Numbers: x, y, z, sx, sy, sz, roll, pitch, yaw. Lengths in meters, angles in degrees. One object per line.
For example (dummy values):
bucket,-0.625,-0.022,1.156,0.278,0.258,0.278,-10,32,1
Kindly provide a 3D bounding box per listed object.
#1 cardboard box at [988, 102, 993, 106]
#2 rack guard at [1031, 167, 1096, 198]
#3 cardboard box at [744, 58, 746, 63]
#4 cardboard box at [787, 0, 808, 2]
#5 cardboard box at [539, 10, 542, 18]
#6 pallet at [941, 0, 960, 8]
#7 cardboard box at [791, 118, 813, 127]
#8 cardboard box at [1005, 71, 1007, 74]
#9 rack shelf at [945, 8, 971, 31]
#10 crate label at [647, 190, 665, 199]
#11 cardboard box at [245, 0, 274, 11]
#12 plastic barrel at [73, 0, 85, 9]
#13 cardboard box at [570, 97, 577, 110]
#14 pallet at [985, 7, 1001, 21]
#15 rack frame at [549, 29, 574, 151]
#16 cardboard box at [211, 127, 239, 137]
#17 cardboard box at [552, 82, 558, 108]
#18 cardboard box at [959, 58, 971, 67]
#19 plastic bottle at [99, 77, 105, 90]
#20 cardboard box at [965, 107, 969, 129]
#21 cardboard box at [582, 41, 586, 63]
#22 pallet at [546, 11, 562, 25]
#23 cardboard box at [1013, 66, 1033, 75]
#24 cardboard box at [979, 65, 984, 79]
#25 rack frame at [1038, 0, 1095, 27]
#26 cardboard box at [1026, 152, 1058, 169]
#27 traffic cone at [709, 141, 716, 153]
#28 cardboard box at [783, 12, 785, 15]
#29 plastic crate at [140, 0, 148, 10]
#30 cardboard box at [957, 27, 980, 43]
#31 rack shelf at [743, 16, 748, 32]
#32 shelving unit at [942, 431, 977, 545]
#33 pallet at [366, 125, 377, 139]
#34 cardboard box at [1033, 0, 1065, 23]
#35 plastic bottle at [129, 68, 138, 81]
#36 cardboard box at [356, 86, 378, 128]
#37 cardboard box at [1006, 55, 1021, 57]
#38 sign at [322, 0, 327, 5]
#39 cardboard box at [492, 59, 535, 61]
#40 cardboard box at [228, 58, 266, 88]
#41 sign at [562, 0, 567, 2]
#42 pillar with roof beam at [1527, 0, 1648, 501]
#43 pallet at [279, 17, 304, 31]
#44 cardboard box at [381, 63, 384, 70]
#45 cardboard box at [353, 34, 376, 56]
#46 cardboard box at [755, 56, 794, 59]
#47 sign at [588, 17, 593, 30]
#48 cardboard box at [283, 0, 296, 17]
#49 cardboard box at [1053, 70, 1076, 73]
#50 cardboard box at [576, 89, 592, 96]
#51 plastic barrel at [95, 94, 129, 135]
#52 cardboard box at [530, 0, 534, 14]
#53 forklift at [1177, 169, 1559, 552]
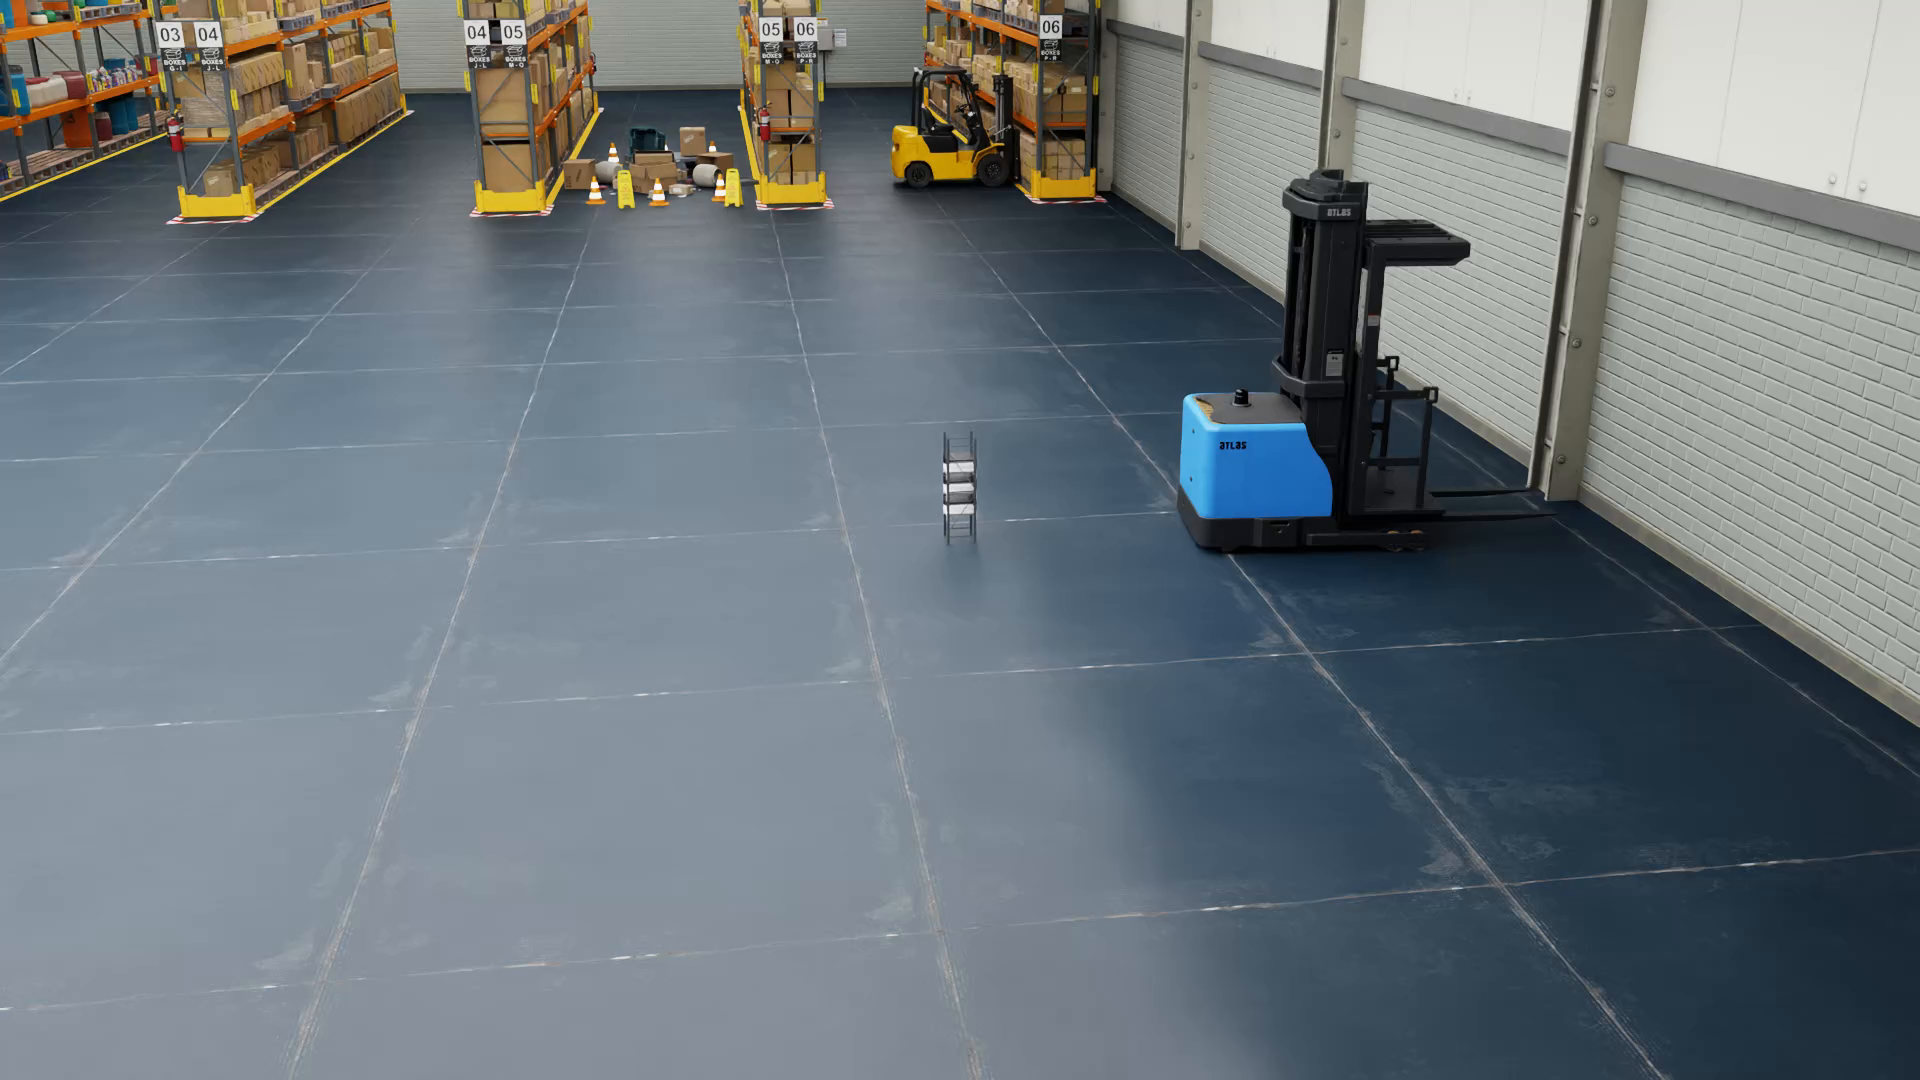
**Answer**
cardboard box,0.855,-10.238,38.887,0.380,0.149,0.250,-3,21,-7
rack guard,1.905,-6.588,30.640,1.175,0.500,0.348,-3,21,-8
cardboard box,-4.955,-11.668,40.169,0.500,0.250,0.500,-4,21,-9
cardboard box,-3.095,-10.199,31.668,0.380,0.149,0.250,-2,21,-6
cardboard box,-7.989,-9.772,30.921,0.380,0.149,0.250,-3,21,-8
pallet,0.197,-13.010,40.244,1.213,0.211,1.003,-3,21,-8
cardboard box,-2.854,-7.526,29.938,0.380,0.149,0.250,-3,21,-8
cardboard box,1.111,-9.379,33.471,0.380,0.149,0.250,-3,21,-9
rack shelf,0.460,-12.298,39.097,1.077,0.370,4.000,-3,21,-8
crate label,-5.572,-6.354,30.532,0.250,0.136,0.298,-15,25,-35
cardboard box,-13.075,-10.083,30.857,0.500,0.500,0.500,-4,21,-9
plastic barrel,-18.796,-11.444,35.403,0.294,0.245,0.294,0,20,0
cardboard box,-9.038,-9.976,38.041,0.500,0.250,0.500,-3,21,-7
pallet,1.099,-11.236,35.496,1.003,0.211,1.213,-2,21,-5
rack frame,-9.046,-10.001,36.206,1.000,3.000,0.127,-3,21,-8
cardboard box,-12.621,-7.009,28.554,0.380,0.149,0.250,-3,21,-8
cardboard box,-8.279,-8.858,33.004,0.500,0.500,0.500,-3,21,-7
cardboard box,0.276,-11.013,38.529,0.500,0.250,0.500,-4,21,-10
plastic bottle,-18.687,-9.936,36.199,0.061,0.283,0.133,-3,21,-8
cardboard box,0.413,-9.872,38.834,0.500,0.500,0.500,-3,21,-9
cardboard box,-9.560,-12.103,41.267,0.500,0.500,0.500,-3,21,-9
pallet,-8.737,-10.710,34.088,1.003,0.211,1.213,-2,21,-5
cardboard box,1.250,-9.160,32.460,0.380,0.149,0.250,-3,21,-9
cardboard box,0.700,-10.180,36.184,0.500,0.250,0.500,-3,21,-9
rack frame,1.902,-10.578,29.176,1.000,3.000,0.127,-3,21,-8
cardboard box,1.522,-7.063,30.955,0.500,0.250,0.500,-3,21,-8
traffic cone,-5.150,-8.071,34.664,0.336,0.463,0.334,-3,21,-8
cardboard box,-2.980,-9.530,30.447,0.500,0.250,0.500,-2,21,-6
plastic crate,-19.355,-12.709,39.355,0.497,0.269,0.590,-3,21,-8
cardboard box,0.221,-12.871,42.609,0.500,0.500,0.500,-3,21,-9
rack shelf,-4.451,-12.046,38.423,1.077,0.370,4.000,-3,21,-8
shelving unit,-0.001,-0.424,13.566,0.258,0.900,0.210,-3,21,-8
pallet,-14.360,-9.601,39.120,1.003,0.211,1.213,-3,21,-8
cardboard box,1.597,-9.604,29.970,0.500,0.500,0.500,-2,21,-6
plastic bottle,-19.070,-10.743,38.369,0.152,0.276,0.135,-3,21,-8
cardboard box,-14.434,-10.151,39.045,1.225,0.875,0.875,-3,21,-8
cardboard box,1.144,-10.700,37.009,0.380,0.149,0.250,-2,21,-6
sign,-13.432,-11.460,35.086,0.100,0.325,0.005,-3,21,-8
cardboard box,-8.230,-8.501,30.432,0.875,0.550,0.500,-3,21,-8
cardboard box,-12.842,-8.394,29.906,0.500,0.500,0.500,-3,21,-8
sign,-8.496,-11.711,35.644,0.100,0.325,0.005,-3,21,-8
pillar with roof beam,1.028,-4.415,12.675,9.100,9.000,0.400,-3,21,-8
pallet,-13.376,-9.937,32.016,1.213,0.211,1.003,-3,21,-8
cardboard box,-14.485,-11.712,41.145,0.380,0.149,0.250,-4,21,-9
cardboard box,-14.425,-11.941,40.117,0.500,0.500,0.500,-3,21,-8
cardboard box,-3.365,-8.512,30.221,0.700,0.500,0.500,-3,21,-7
sign,-9.648,-13.482,43.420,0.100,0.325,0.005,-3,21,-8
cardboard box,-13.499,-10.545,32.627,0.797,0.503,0.637,-2,21,-6
cardboard box,1.985,-8.840,31.601,0.380,0.149,0.250,-3,21,-9
cardboard box,-9.730,-11.567,43.023,0.380,0.149,0.250,-3,21,-9
plastic barrel,-19.283,-9.700,37.799,0.600,0.901,0.708,-3,21,-8
cardboard box,-7.857,-9.479,29.568,0.500,0.250,0.500,-3,21,-8
forklift,3.396,-1.464,13.446,3.031,2.935,1.130,-1,21,-4
